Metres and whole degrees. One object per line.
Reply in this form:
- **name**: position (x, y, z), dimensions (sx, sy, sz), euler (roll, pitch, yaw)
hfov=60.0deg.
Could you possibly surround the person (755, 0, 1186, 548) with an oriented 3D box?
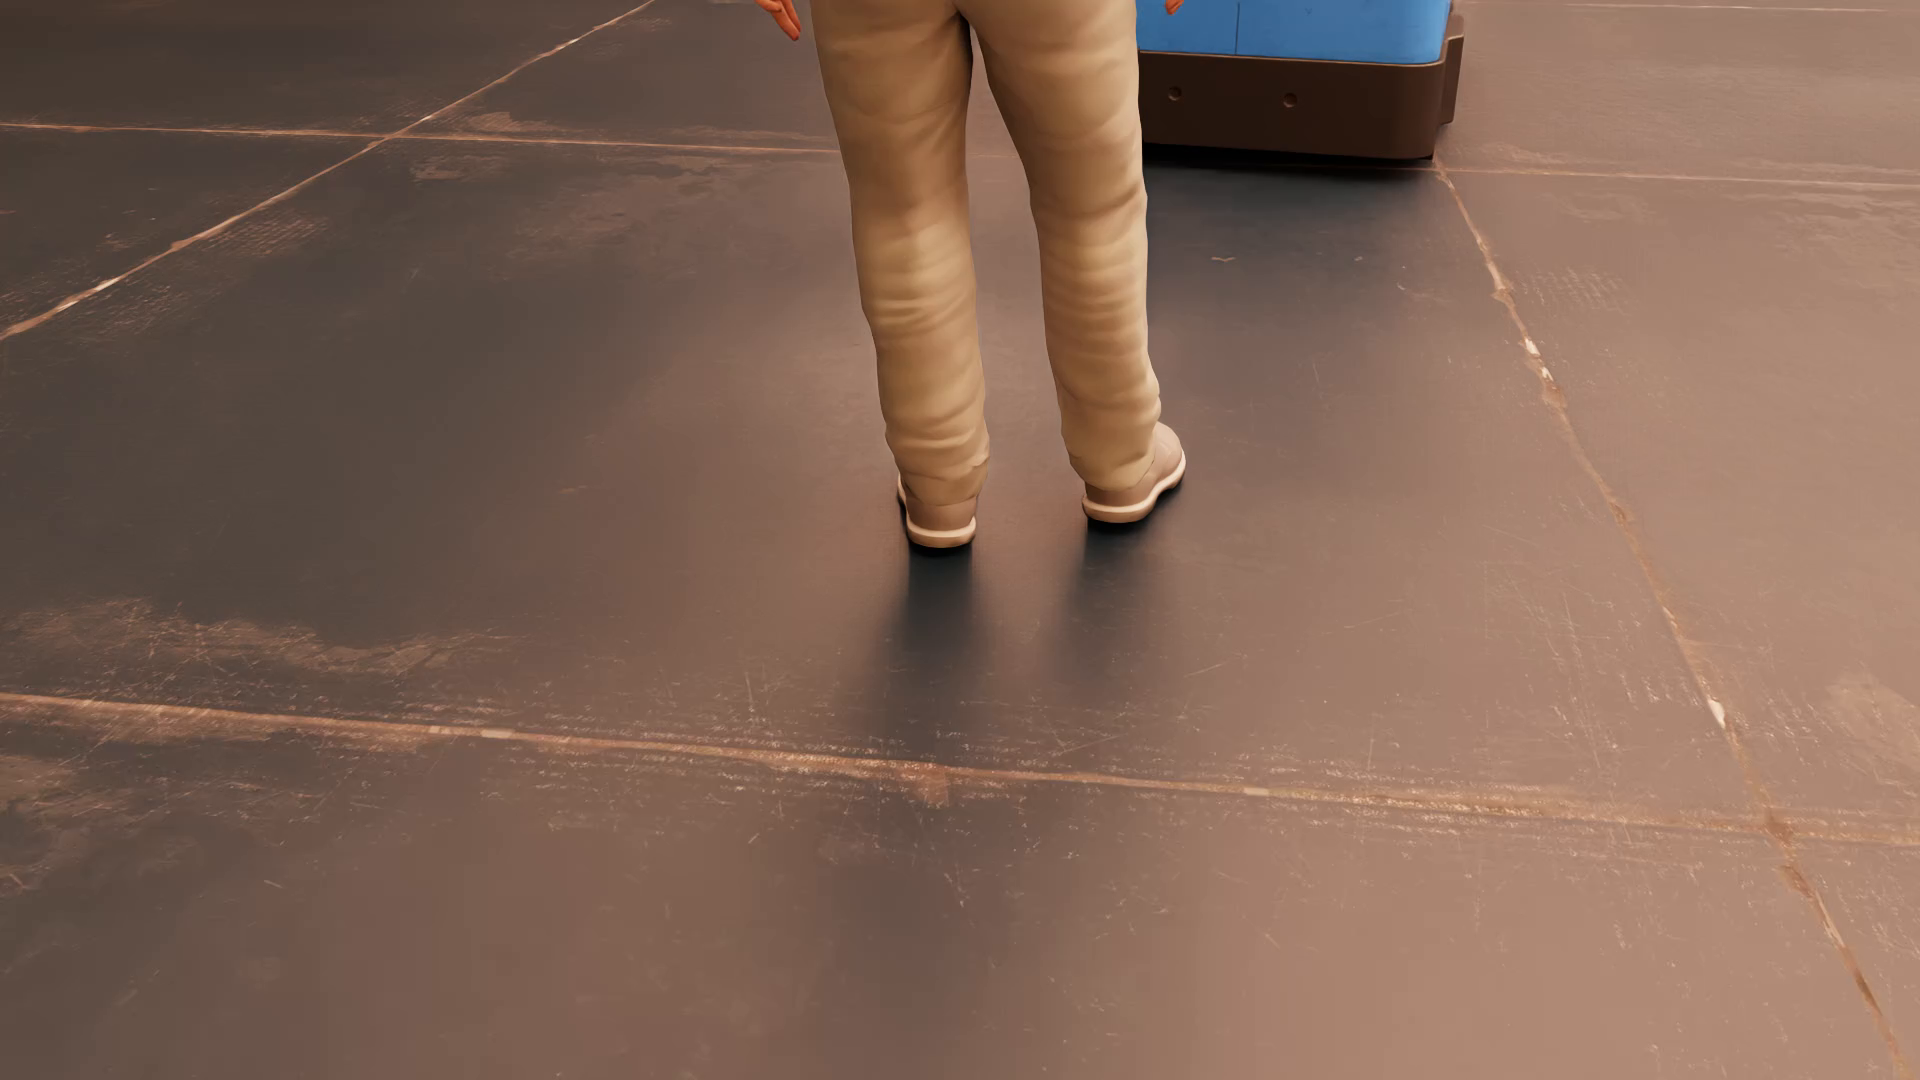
- **person**: position (0.022, -0.837, 2.167), dimensions (0.641, 1.778, 0.574), euler (3, 27, 7)

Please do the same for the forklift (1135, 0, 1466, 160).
- **forklift**: position (1.143, -2.937, 5.105), dimensions (1.130, 2.935, 3.031), euler (8, 27, 15)
